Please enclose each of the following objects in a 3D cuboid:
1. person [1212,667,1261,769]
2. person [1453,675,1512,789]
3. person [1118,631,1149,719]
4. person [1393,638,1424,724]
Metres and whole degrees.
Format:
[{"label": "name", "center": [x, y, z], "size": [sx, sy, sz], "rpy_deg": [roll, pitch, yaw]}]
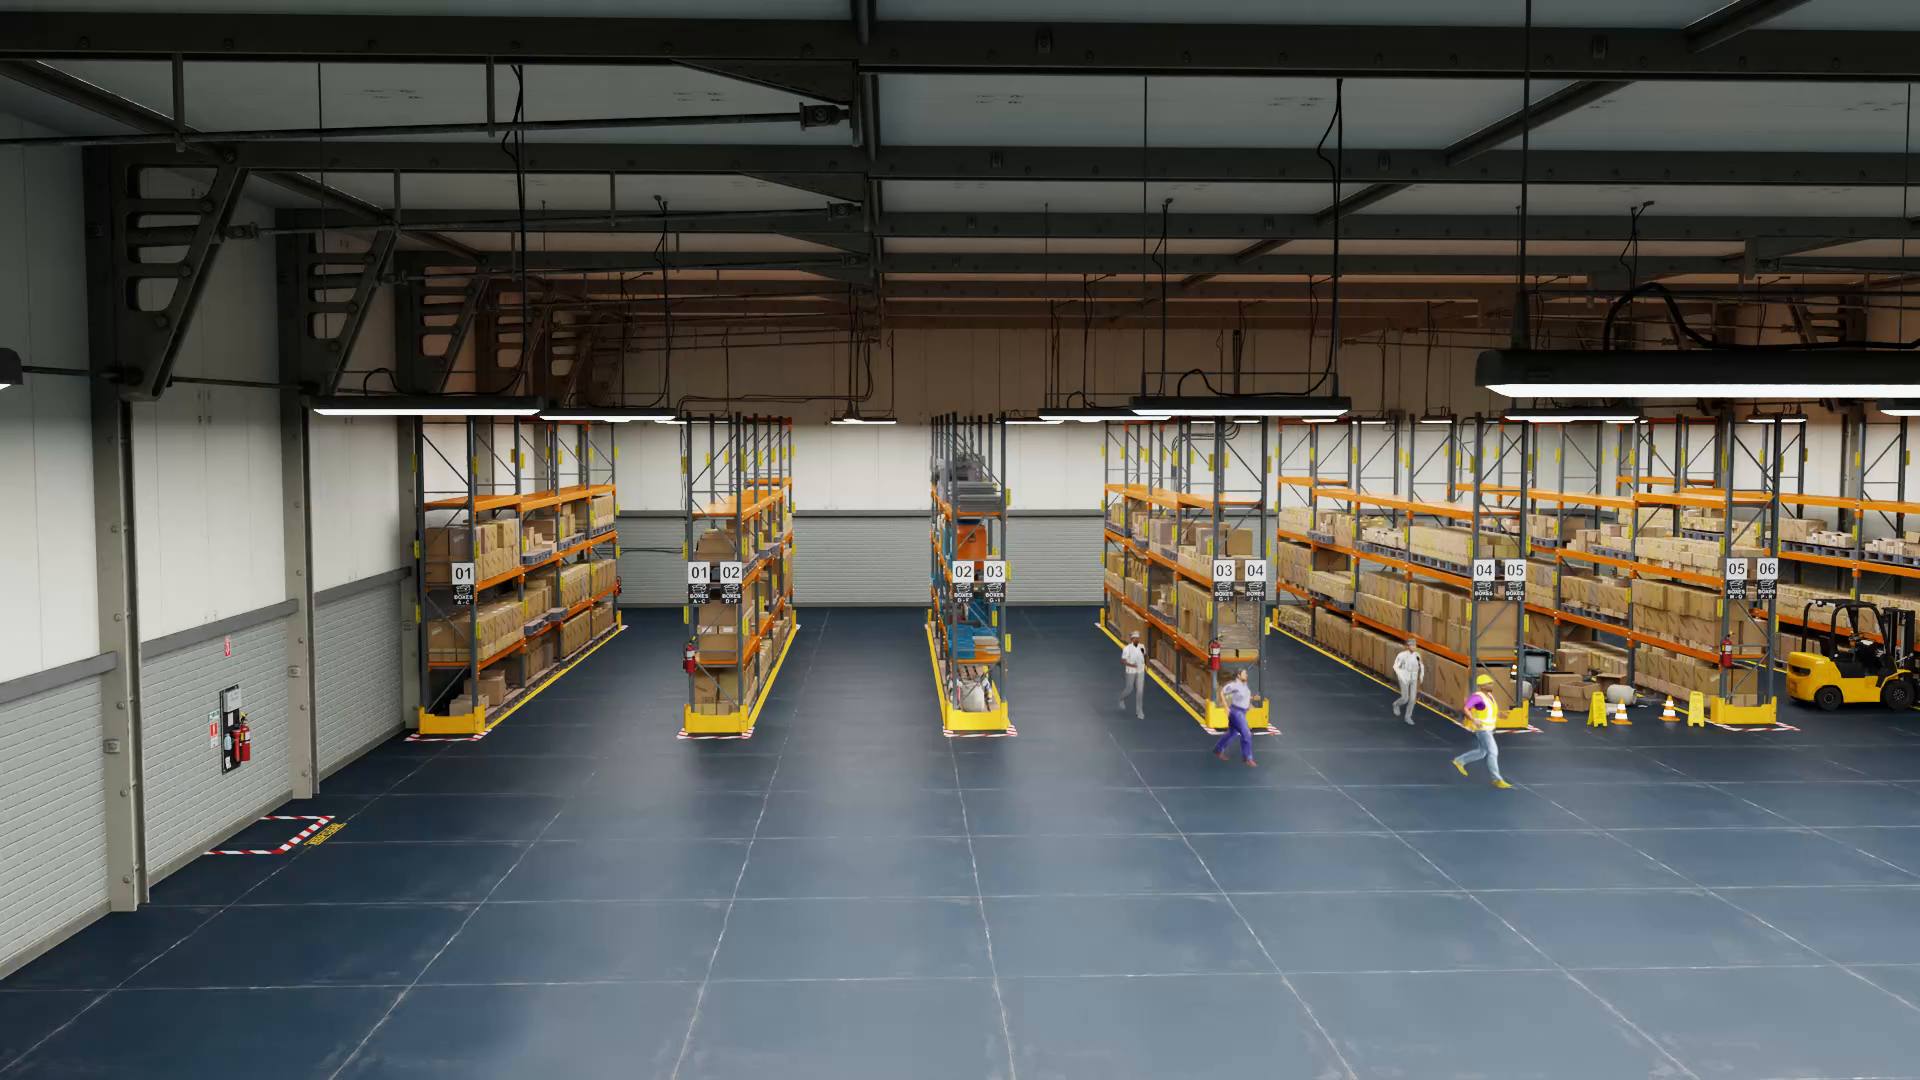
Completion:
[{"label": "person", "center": [4.661, 2.979, 28.081], "size": [0.855, 1.693, 0.580], "rpy_deg": [2, 4, 25]}, {"label": "person", "center": [8.346, 3.032, 26.547], "size": [0.968, 1.773, 0.700], "rpy_deg": [2, 5, 33]}, {"label": "person", "center": [3.456, 2.638, 32.980], "size": [0.589, 1.710, 0.918], "rpy_deg": [-1, 4, -13]}, {"label": "person", "center": [8.705, 2.709, 32.304], "size": [0.642, 1.668, 0.640], "rpy_deg": [-1, 4, -11]}]
